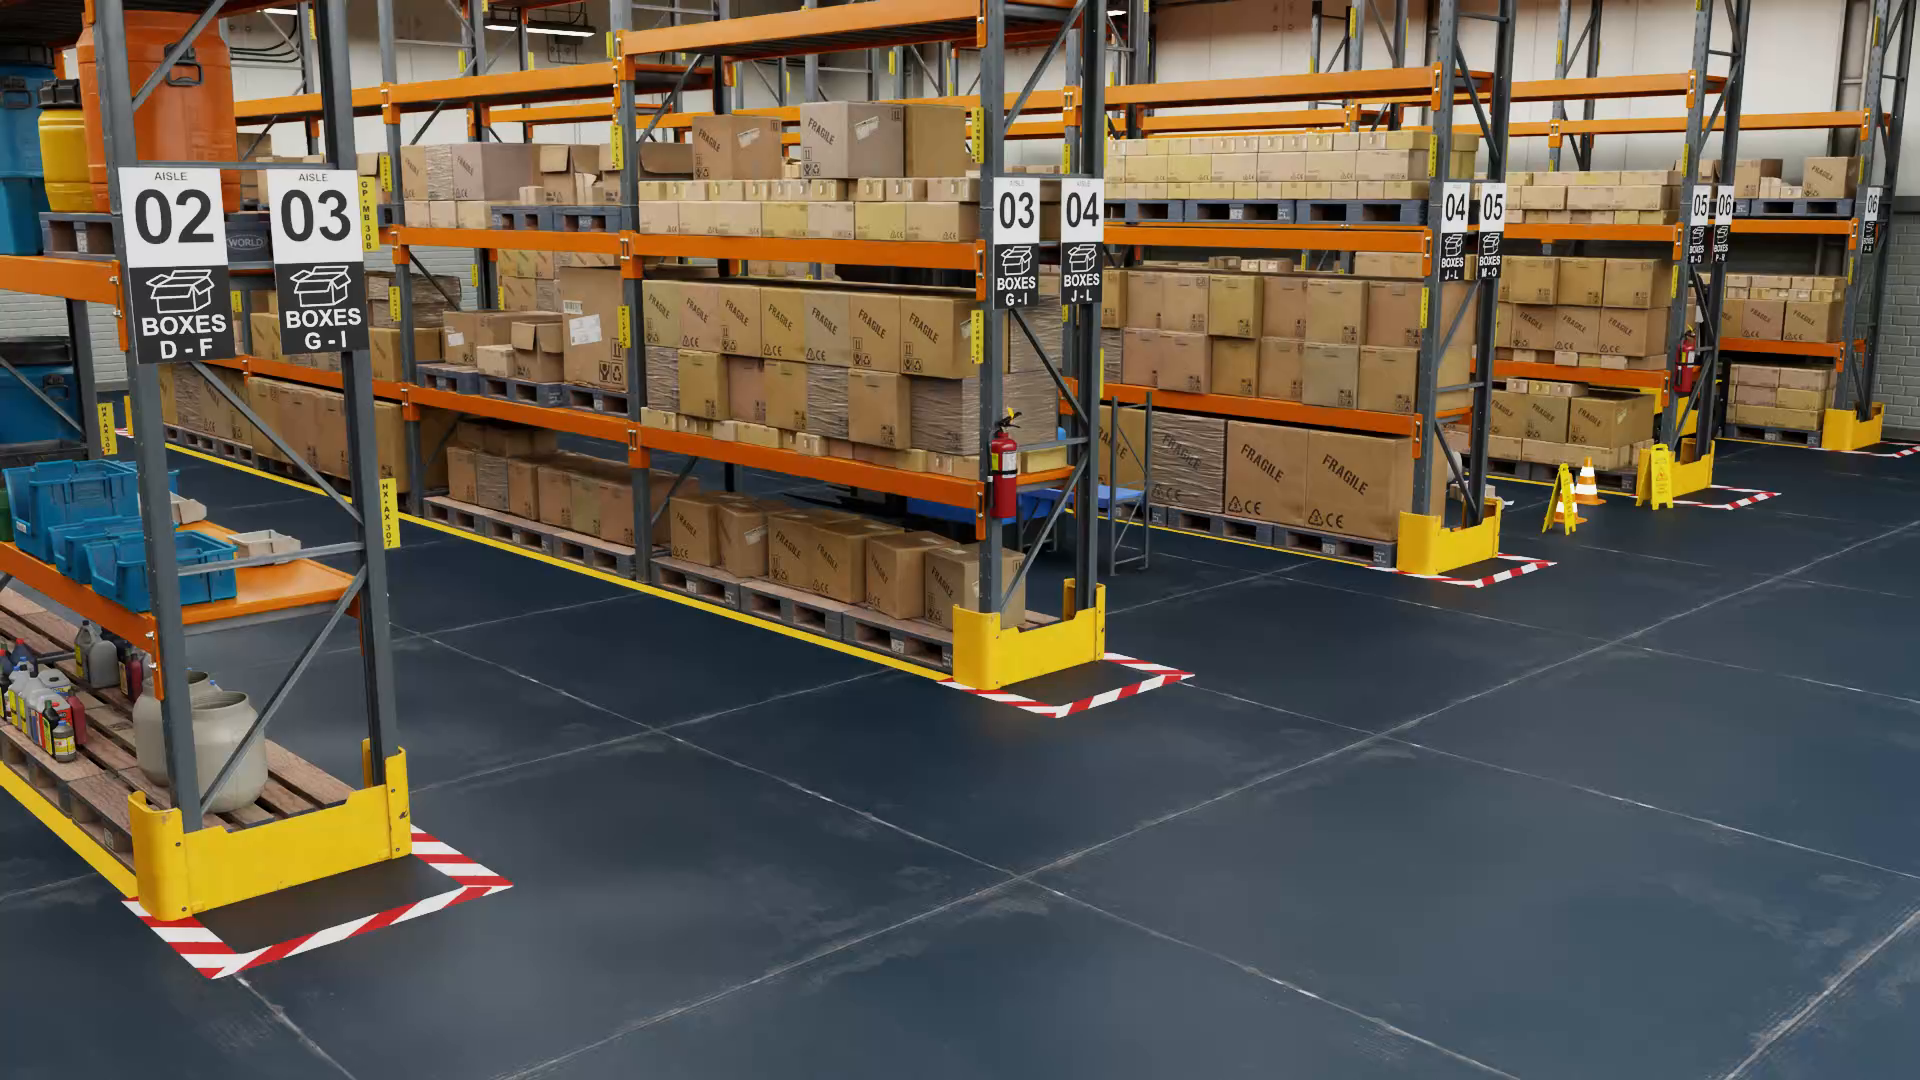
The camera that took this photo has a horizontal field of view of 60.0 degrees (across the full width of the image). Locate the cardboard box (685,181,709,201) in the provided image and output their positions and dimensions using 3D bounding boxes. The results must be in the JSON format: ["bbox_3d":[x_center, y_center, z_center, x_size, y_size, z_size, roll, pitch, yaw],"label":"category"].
[{"bbox_3d":[-1.833,-2.613,12.448,0.380,0.149,0.250,-11,16,-42],"label":"cardboard box"}]

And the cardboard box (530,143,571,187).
[{"bbox_3d":[-3.800,-3.349,15.149,0.500,0.500,0.500,-11,16,-42],"label":"cardboard box"}]

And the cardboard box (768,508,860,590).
[{"bbox_3d":[-1.107,0.061,12.677,0.500,0.500,0.500,10,15,40],"label":"cardboard box"}]

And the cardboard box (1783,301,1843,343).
[{"bbox_3d":[10.747,-2.758,20.955,0.500,0.500,0.500,-11,16,-44],"label":"cardboard box"}]

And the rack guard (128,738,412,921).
[{"bbox_3d":[-3.147,1.309,7.655,1.175,0.500,0.348,-11,16,-43],"label":"rack guard"}]

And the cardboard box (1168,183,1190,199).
[{"bbox_3d":[2.126,-3.213,15.311,0.380,0.149,0.250,-11,16,-43],"label":"cardboard box"}]

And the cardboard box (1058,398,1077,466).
[{"bbox_3d":[0.923,-1.043,17.411,1.050,0.750,0.750,-11,16,-43],"label":"cardboard box"}]

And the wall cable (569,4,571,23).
[{"bbox_3d":[-8.248,-11.131,30.625,2.355,3.000,0.029,-11,16,-43],"label":"wall cable"}]

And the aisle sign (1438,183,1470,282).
[{"bbox_3d":[4.011,-2.498,13.499,0.394,0.787,0.004,-11,16,-43],"label":"aisle sign"}]

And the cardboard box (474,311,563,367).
[{"bbox_3d":[-4.143,-1.882,15.662,0.700,0.500,0.500,-8,14,-34],"label":"cardboard box"}]

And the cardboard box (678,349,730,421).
[{"bbox_3d":[-1.655,-1.227,12.786,0.875,0.500,0.500,-11,16,-43],"label":"cardboard box"}]

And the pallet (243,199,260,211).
[{"bbox_3d":[-8.323,-3.898,19.524,1.003,0.211,1.213,-11,16,-43],"label":"pallet"}]

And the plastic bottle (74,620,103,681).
[{"bbox_3d":[-5.274,0.662,10.079,0.144,0.351,0.185,-11,16,-43],"label":"plastic bottle"}]

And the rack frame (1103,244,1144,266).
[{"bbox_3d":[2.165,-3.149,23.101,1.000,3.000,0.127,-11,16,-43],"label":"rack frame"}]

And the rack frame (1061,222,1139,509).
[{"bbox_3d":[1.417,-1.861,16.848,1.000,3.000,0.127,-11,16,-43],"label":"rack frame"}]

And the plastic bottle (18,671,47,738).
[{"bbox_3d":[-5.013,0.880,9.018,0.144,0.351,0.185,-10,15,-40],"label":"plastic bottle"}]

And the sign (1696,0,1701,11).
[{"bbox_3d":[7.274,-5.380,16.357,0.100,0.325,0.005,-11,16,-43],"label":"sign"}]

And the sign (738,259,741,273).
[{"bbox_3d":[-3.766,-4.703,28.301,0.100,0.325,0.005,-11,16,-43],"label":"sign"}]

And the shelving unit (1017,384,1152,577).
[{"bbox_3d":[1.044,-0.536,14.133,1.048,1.500,0.538,11,16,43],"label":"shelving unit"}]

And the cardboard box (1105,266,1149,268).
[{"bbox_3d":[2.308,-3.451,22.543,0.500,0.500,0.500,11,16,44],"label":"cardboard box"}]

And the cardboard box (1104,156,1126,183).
[{"bbox_3d":[1.552,-3.546,15.942,0.500,0.250,0.500,-11,16,-42],"label":"cardboard box"}]

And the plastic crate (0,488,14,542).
[{"bbox_3d":[-5.089,-0.153,9.083,0.450,0.188,0.662,-11,16,-43],"label":"plastic crate"}]

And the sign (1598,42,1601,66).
[{"bbox_3d":[8.933,-6.805,23.270,0.100,0.325,0.005,-11,16,-43],"label":"sign"}]

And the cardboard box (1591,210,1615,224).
[{"bbox_3d":[6.886,-3.416,17.586,0.380,0.149,0.250,-10,15,-41],"label":"cardboard box"}]

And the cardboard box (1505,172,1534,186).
[{"bbox_3d":[6.159,-3.945,18.180,0.380,0.149,0.250,-10,16,-41],"label":"cardboard box"}]

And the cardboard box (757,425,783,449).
[{"bbox_3d":[-1.264,-0.771,12.181,0.380,0.149,0.250,-11,16,-43],"label":"cardboard box"}]

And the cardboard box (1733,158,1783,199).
[{"bbox_3d":[10.160,-4.640,21.371,0.700,0.500,0.500,-11,16,-42],"label":"cardboard box"}]

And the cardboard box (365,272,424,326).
[{"bbox_3d":[-5.944,-2.513,17.279,0.797,0.503,0.637,-10,16,-41],"label":"cardboard box"}]

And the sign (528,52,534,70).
[{"bbox_3d":[-6.455,-7.160,24.994,0.100,0.325,0.005,-11,16,-43],"label":"sign"}]

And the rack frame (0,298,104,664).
[{"bbox_3d":[-5.823,-0.494,10.214,1.000,3.000,0.127,-11,16,-43],"label":"rack frame"}]

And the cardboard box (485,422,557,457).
[{"bbox_3d":[-4.145,-0.957,15.707,0.500,0.250,0.500,-9,14,-36],"label":"cardboard box"}]

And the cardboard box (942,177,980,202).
[{"bbox_3d":[0.104,-2.188,10.389,0.380,0.149,0.250,-11,16,-43],"label":"cardboard box"}]

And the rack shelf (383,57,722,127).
[{"bbox_3d":[-3.622,-3.866,14.489,1.077,0.370,4.000,-11,16,-43],"label":"rack shelf"}]

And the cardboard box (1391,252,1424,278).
[{"bbox_3d":[5.411,-3.078,19.291,0.700,0.500,0.500,-11,16,-42],"label":"cardboard box"}]

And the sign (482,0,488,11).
[{"bbox_3d":[-4.617,-5.280,16.064,0.100,0.325,0.005,-11,16,-43],"label":"sign"}]

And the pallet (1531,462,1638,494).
[{"bbox_3d":[7.101,-0.750,18.368,1.003,0.211,1.213,-11,16,-43],"label":"pallet"}]

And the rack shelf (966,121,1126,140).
[{"bbox_3d":[0.784,-5.831,24.025,1.077,0.370,4.000,-11,16,-43],"label":"rack shelf"}]

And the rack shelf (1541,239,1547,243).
[{"bbox_3d":[7.133,-4.666,24.814,1.077,0.370,4.000,-11,16,-43],"label":"rack shelf"}]

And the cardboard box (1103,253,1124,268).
[{"bbox_3d":[2.001,-3.794,23.505,0.500,0.500,0.500,11,16,43],"label":"cardboard box"}]

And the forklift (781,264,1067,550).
[{"bbox_3d":[-0.451,-1.523,15.378,3.031,2.935,1.130,11,16,43],"label":"forklift"}]

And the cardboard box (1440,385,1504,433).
[{"bbox_3d":[5.874,-1.515,19.087,0.500,0.500,0.500,-10,15,-40],"label":"cardboard box"}]

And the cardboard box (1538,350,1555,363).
[{"bbox_3d":[6.585,-2.035,18.318,0.380,0.149,0.250,-11,16,-42],"label":"cardboard box"}]

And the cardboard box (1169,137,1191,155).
[{"bbox_3d":[2.128,-3.603,15.229,0.380,0.149,0.250,-11,16,-42],"label":"cardboard box"}]

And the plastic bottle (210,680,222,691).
[{"bbox_3d":[-4.087,0.903,9.107,0.097,0.271,0.097,0,12,0],"label":"plastic bottle"}]

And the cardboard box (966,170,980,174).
[{"bbox_3d":[0.047,-3.766,17.594,0.500,0.311,0.500,11,16,43],"label":"cardboard box"}]

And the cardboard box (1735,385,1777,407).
[{"bbox_3d":[10.376,-1.880,21.474,0.500,0.250,0.500,-11,16,-43],"label":"cardboard box"}]

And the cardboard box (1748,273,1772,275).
[{"bbox_3d":[10.490,-3.417,21.811,0.380,0.149,0.250,-10,15,-41],"label":"cardboard box"}]

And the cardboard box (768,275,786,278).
[{"bbox_3d":[-2.867,-4.185,27.884,0.500,0.500,0.500,-11,16,-43],"label":"cardboard box"}]

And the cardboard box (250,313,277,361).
[{"bbox_3d":[-7.628,-2.299,18.726,0.500,0.500,0.500,-11,16,-42],"label":"cardboard box"}]

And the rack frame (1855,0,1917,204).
[{"bbox_3d":[11.277,-5.612,20.188,1.000,3.000,0.127,-11,16,-43],"label":"rack frame"}]

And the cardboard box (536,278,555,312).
[{"bbox_3d":[-5.686,-3.481,23.729,0.500,0.500,0.500,11,16,44],"label":"cardboard box"}]

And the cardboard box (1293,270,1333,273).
[{"bbox_3d":[4.464,-3.147,21.065,0.500,0.500,0.500,-11,16,-42],"label":"cardboard box"}]

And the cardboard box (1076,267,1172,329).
[{"bbox_3d":[1.647,-2.404,16.439,0.875,0.550,0.550,-11,16,-43],"label":"cardboard box"}]

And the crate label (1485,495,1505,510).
[{"bbox_3d":[5.304,-0.364,16.678,0.298,0.136,0.250,3,12,16],"label":"crate label"}]

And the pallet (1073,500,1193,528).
[{"bbox_3d":[1.885,-0.373,16.538,1.003,0.211,1.213,-11,16,-43],"label":"pallet"}]

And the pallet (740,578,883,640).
[{"bbox_3d":[-0.904,0.453,12.530,1.003,0.211,1.213,-11,16,-43],"label":"pallet"}]

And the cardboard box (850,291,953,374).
[{"bbox_3d":[-0.386,-1.403,11.163,0.500,0.500,0.500,-11,16,-43],"label":"cardboard box"}]
